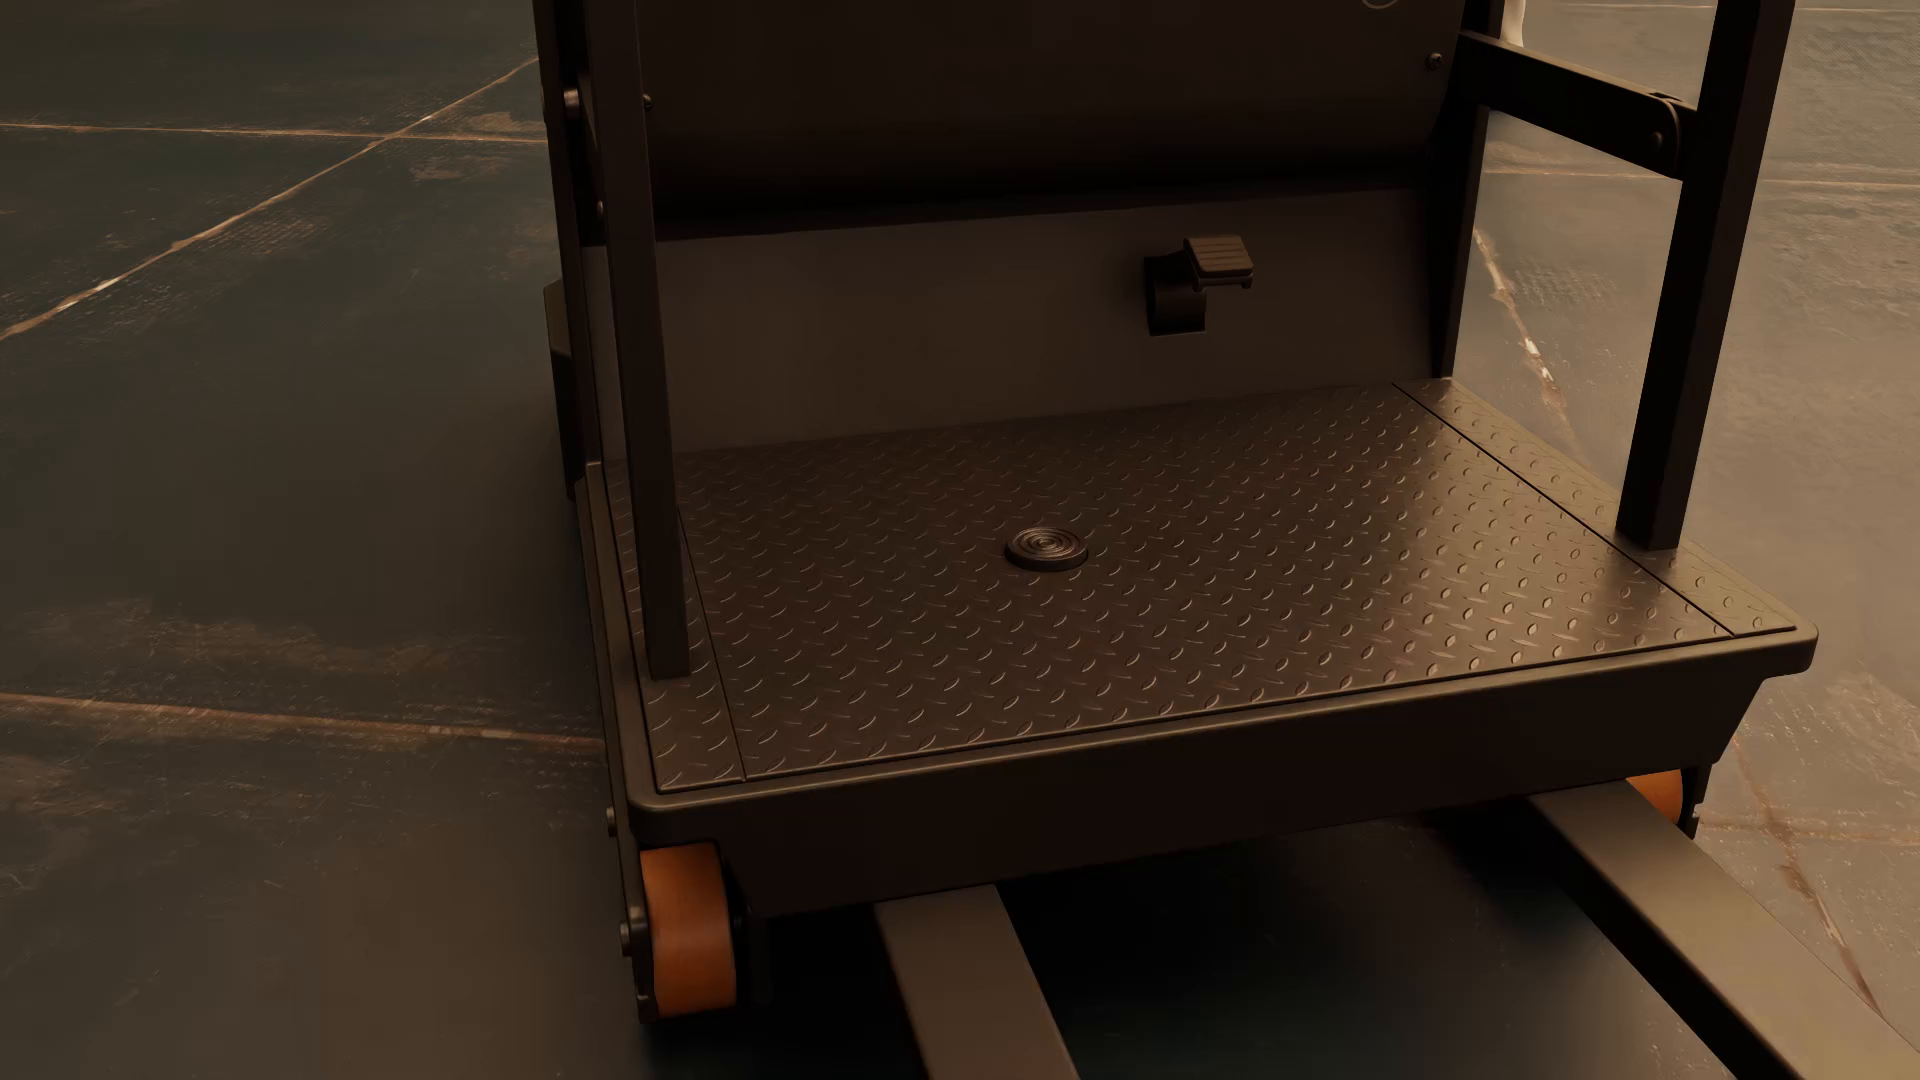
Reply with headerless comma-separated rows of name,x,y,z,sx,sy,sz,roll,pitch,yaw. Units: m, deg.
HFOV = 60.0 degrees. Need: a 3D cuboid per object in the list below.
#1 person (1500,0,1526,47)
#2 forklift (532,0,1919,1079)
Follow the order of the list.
person,1.494,-2.108,4.832,0.551,1.674,0.549,1,27,1
forklift,0.153,-1.049,1.319,1.130,2.935,3.031,-7,27,-13
